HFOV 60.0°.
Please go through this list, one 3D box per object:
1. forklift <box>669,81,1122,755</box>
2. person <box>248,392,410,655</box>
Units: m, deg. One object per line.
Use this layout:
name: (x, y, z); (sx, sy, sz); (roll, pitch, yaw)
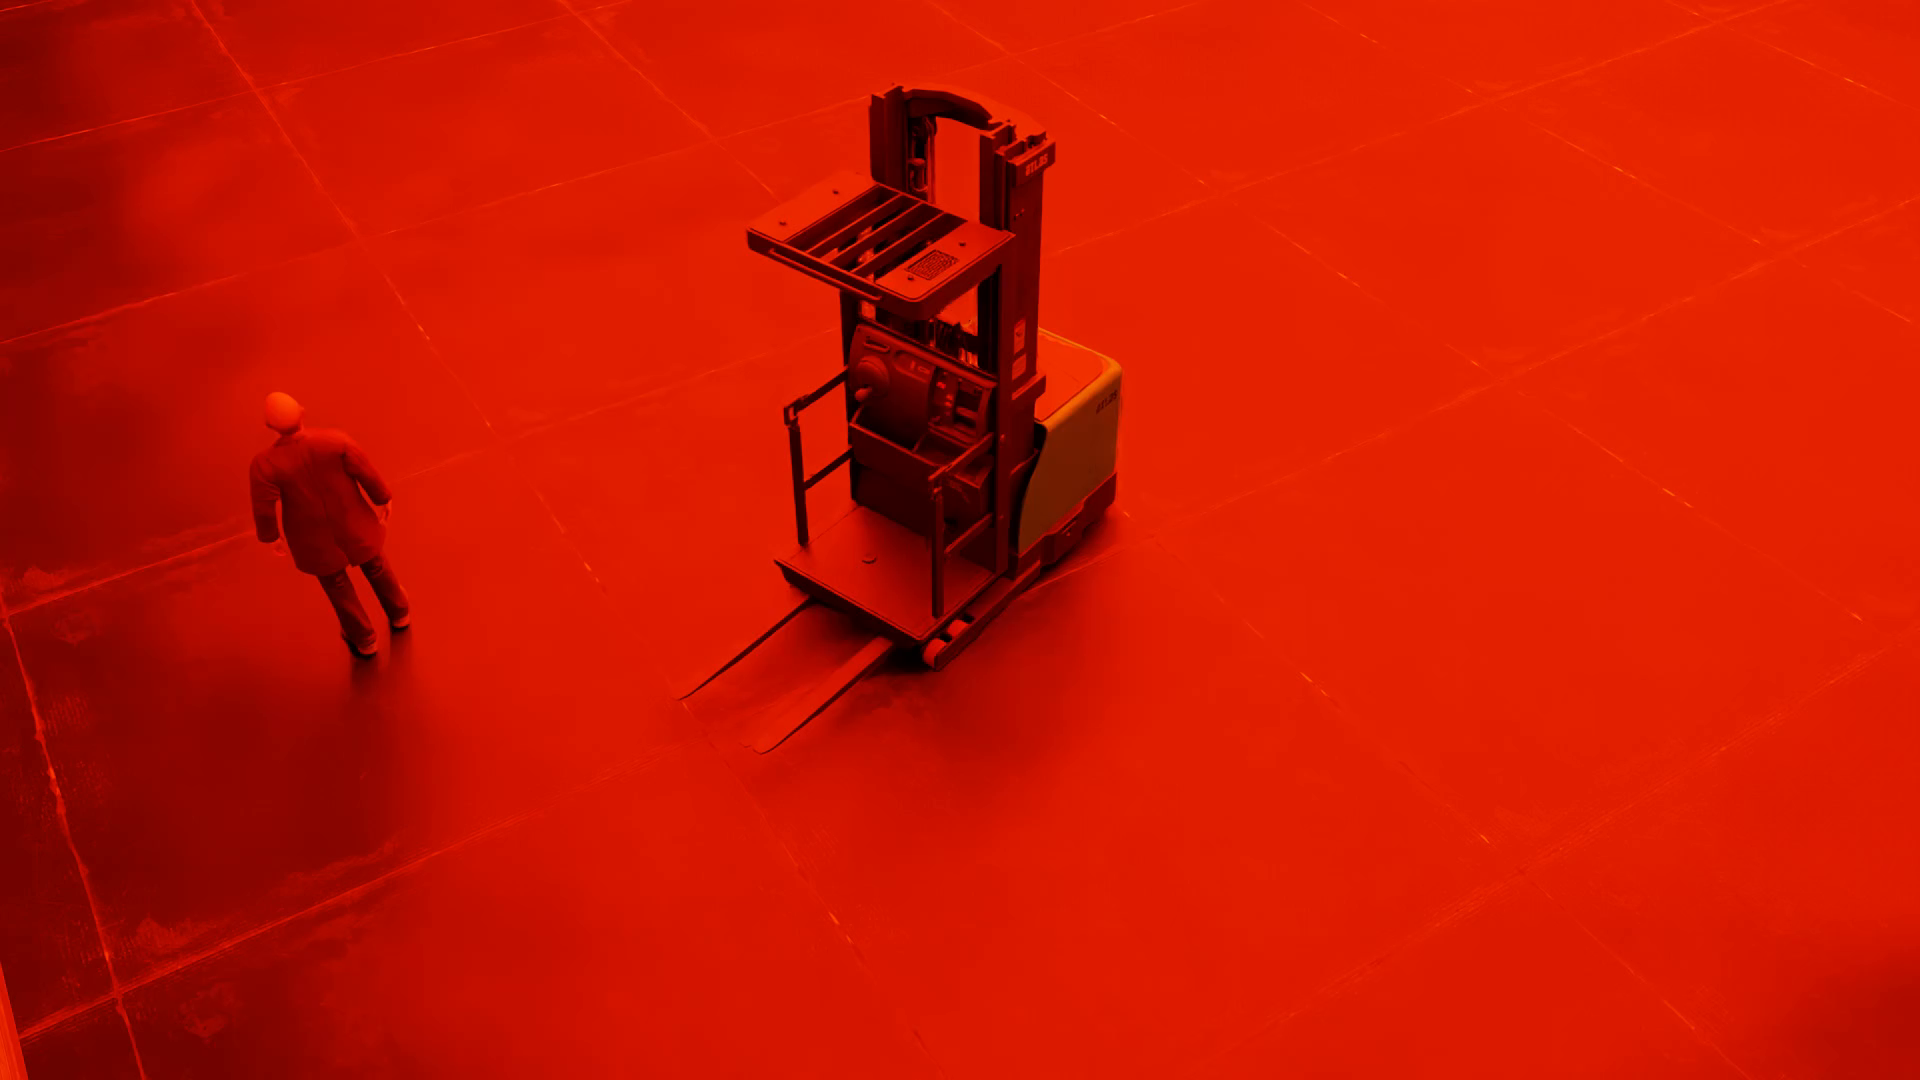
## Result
forklift: (-0.346, -0.757, 8.738); (1.130, 2.935, 3.031); (27, 48, 28)
person: (-3.402, -0.143, 8.904); (0.709, 1.781, 0.580); (-19, 45, -21)
